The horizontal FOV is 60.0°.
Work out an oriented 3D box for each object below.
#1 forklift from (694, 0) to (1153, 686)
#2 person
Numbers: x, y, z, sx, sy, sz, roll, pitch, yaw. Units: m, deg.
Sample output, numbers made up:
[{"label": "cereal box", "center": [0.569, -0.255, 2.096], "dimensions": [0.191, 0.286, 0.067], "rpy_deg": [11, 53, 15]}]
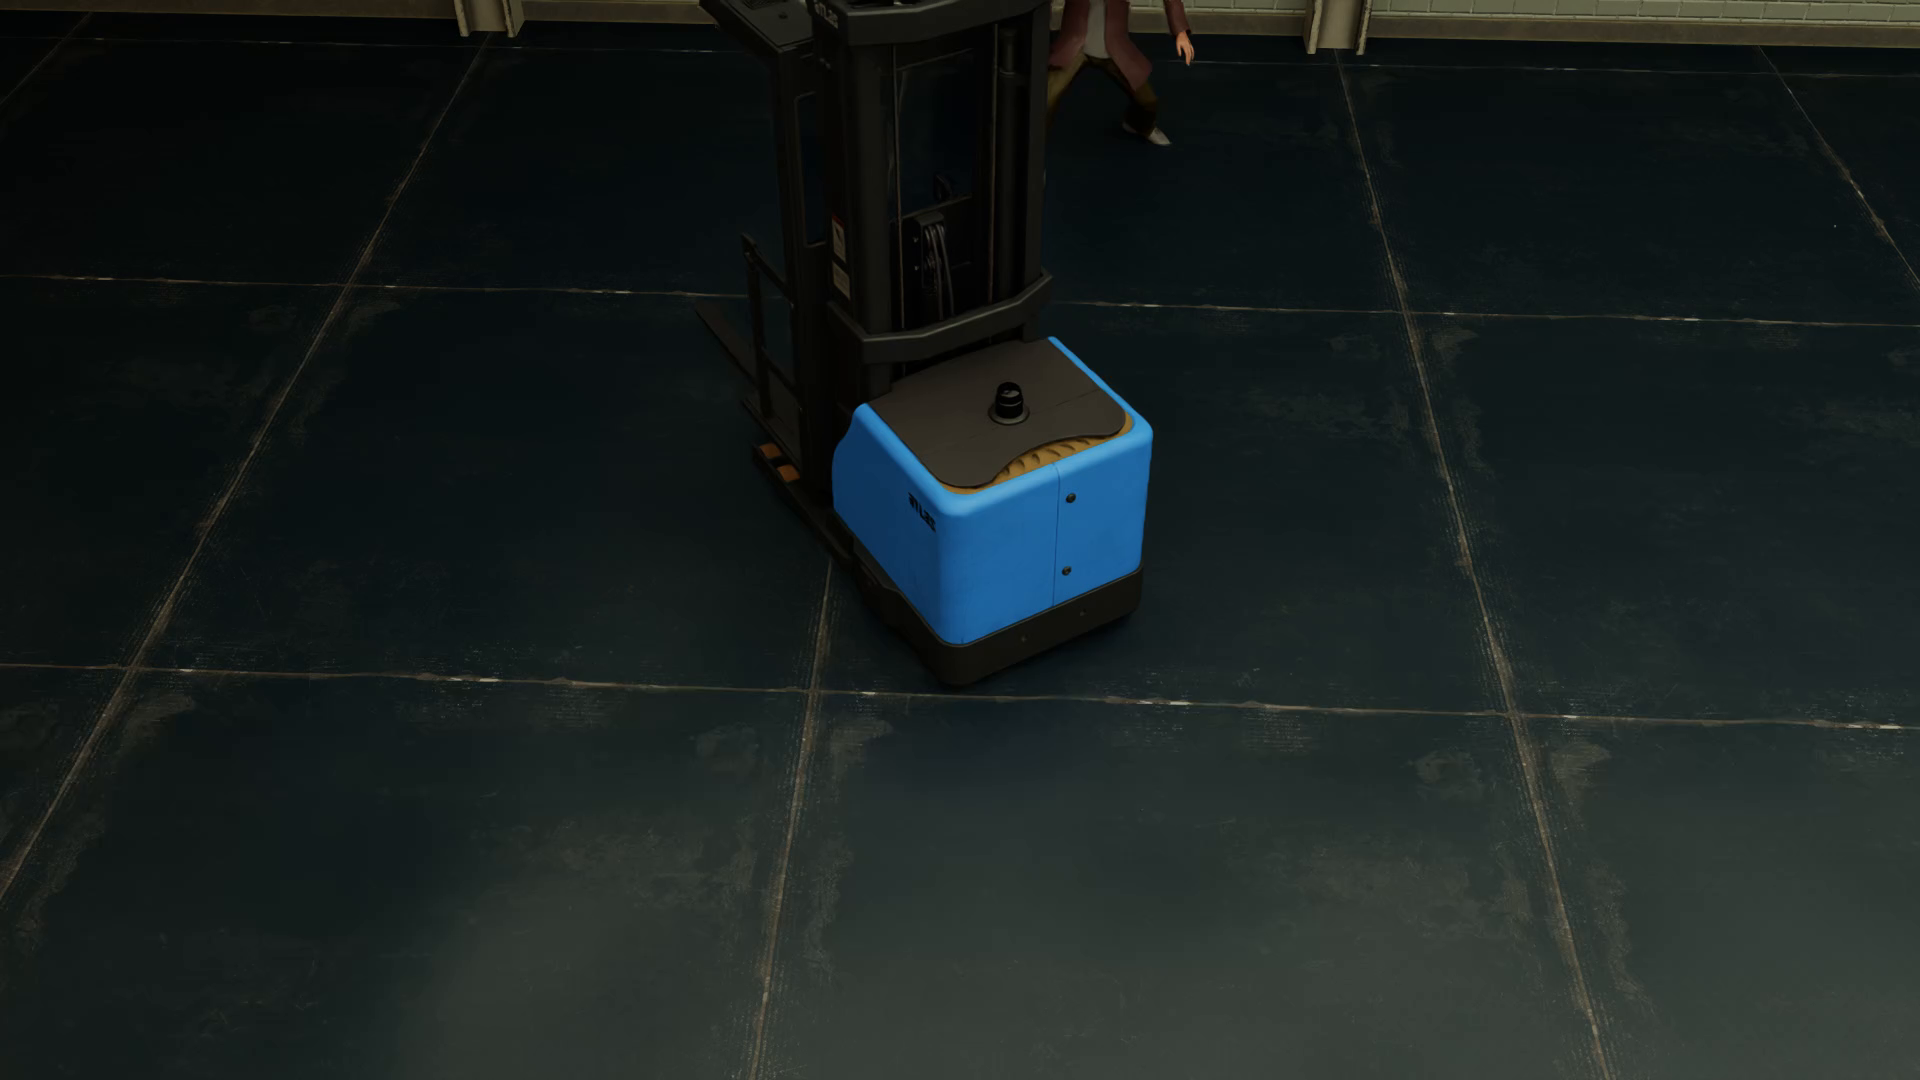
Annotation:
[{"label": "forklift", "center": [-0.374, -1.435, 7.314], "dimensions": [1.130, 2.935, 3.031], "rpy_deg": [-22, 47, -22]}, {"label": "person", "center": [0.880, -2.975, 10.024], "dimensions": [1.022, 1.636, 0.920], "rpy_deg": [1, 42, 2]}]
